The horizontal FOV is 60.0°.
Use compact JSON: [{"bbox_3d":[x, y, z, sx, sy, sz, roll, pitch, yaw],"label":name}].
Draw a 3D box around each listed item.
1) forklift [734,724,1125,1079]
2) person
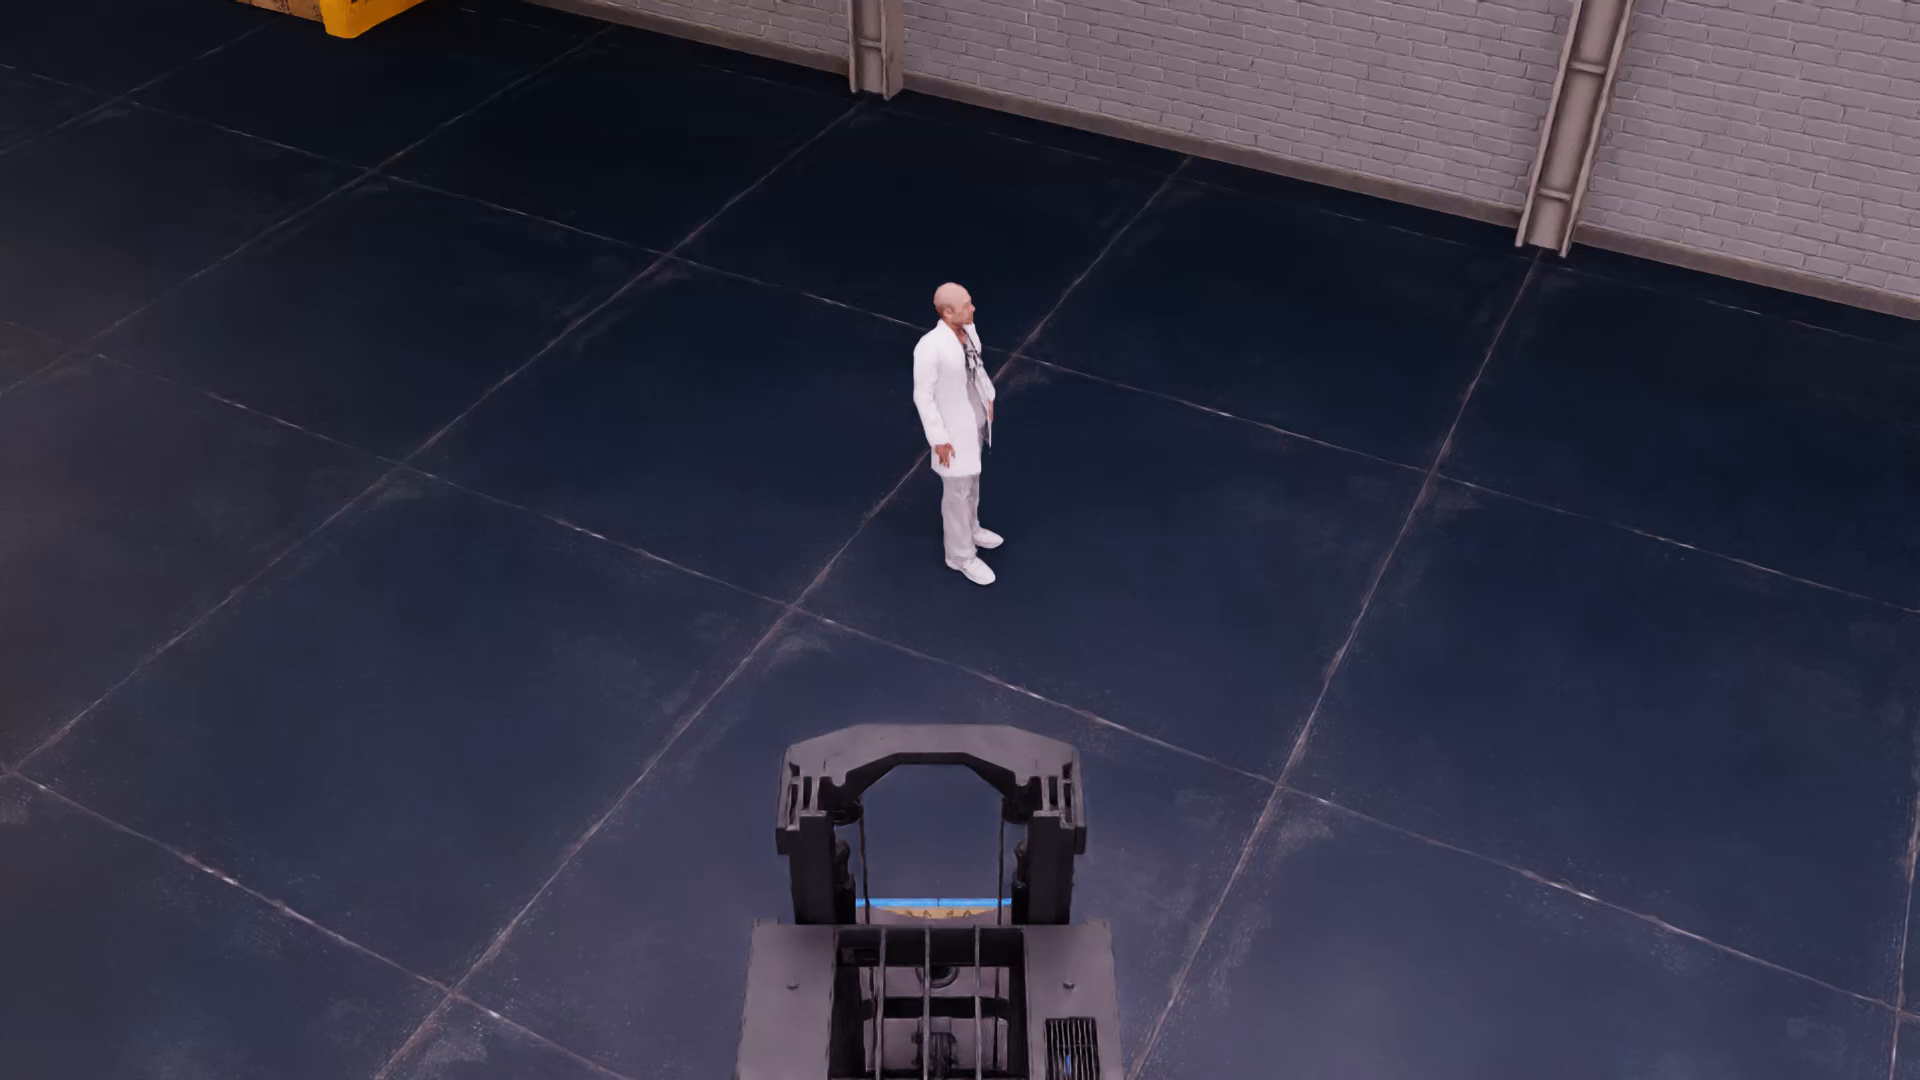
[{"bbox_3d":[-0.086,2.128,5.460,1.130,2.935,3.031,0,40,0],"label":"forklift"},{"bbox_3d":[0.076,-0.657,9.650,0.574,1.776,0.694,18,43,21],"label":"person"}]
